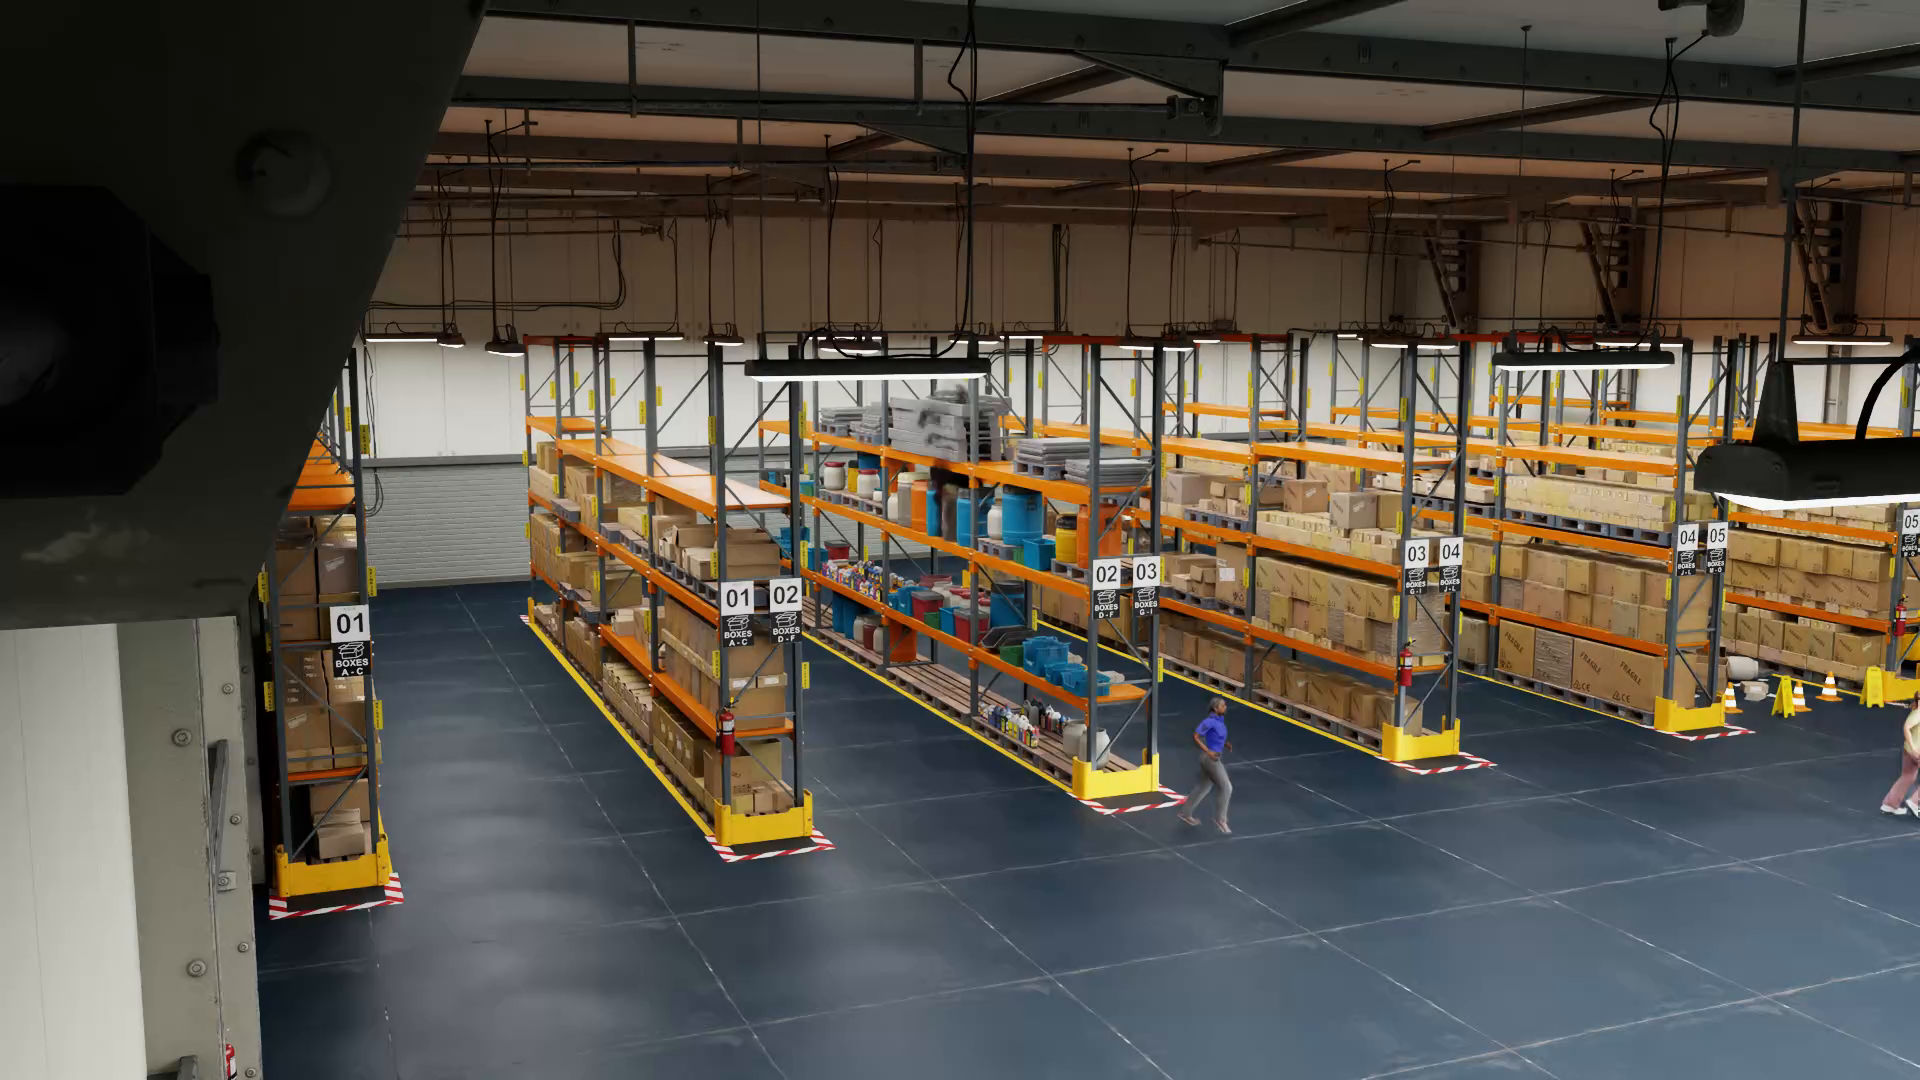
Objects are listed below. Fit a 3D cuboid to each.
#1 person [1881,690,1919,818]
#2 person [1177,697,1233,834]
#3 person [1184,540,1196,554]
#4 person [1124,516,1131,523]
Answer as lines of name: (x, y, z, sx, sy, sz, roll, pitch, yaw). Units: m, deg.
person: (12.144, 2.712, 21.099, 0.734, 1.659, 0.544, 2, 8, 16)
person: (3.076, 2.791, 20.697, 0.693, 1.720, 0.609, 2, 8, 16)
person: (5.730, -0.074, 41.859, 0.526, 1.681, 0.725, 6, 9, 36)
person: (3.916, 0.274, 39.185, 0.753, 1.735, 0.728, -2, 8, -16)
